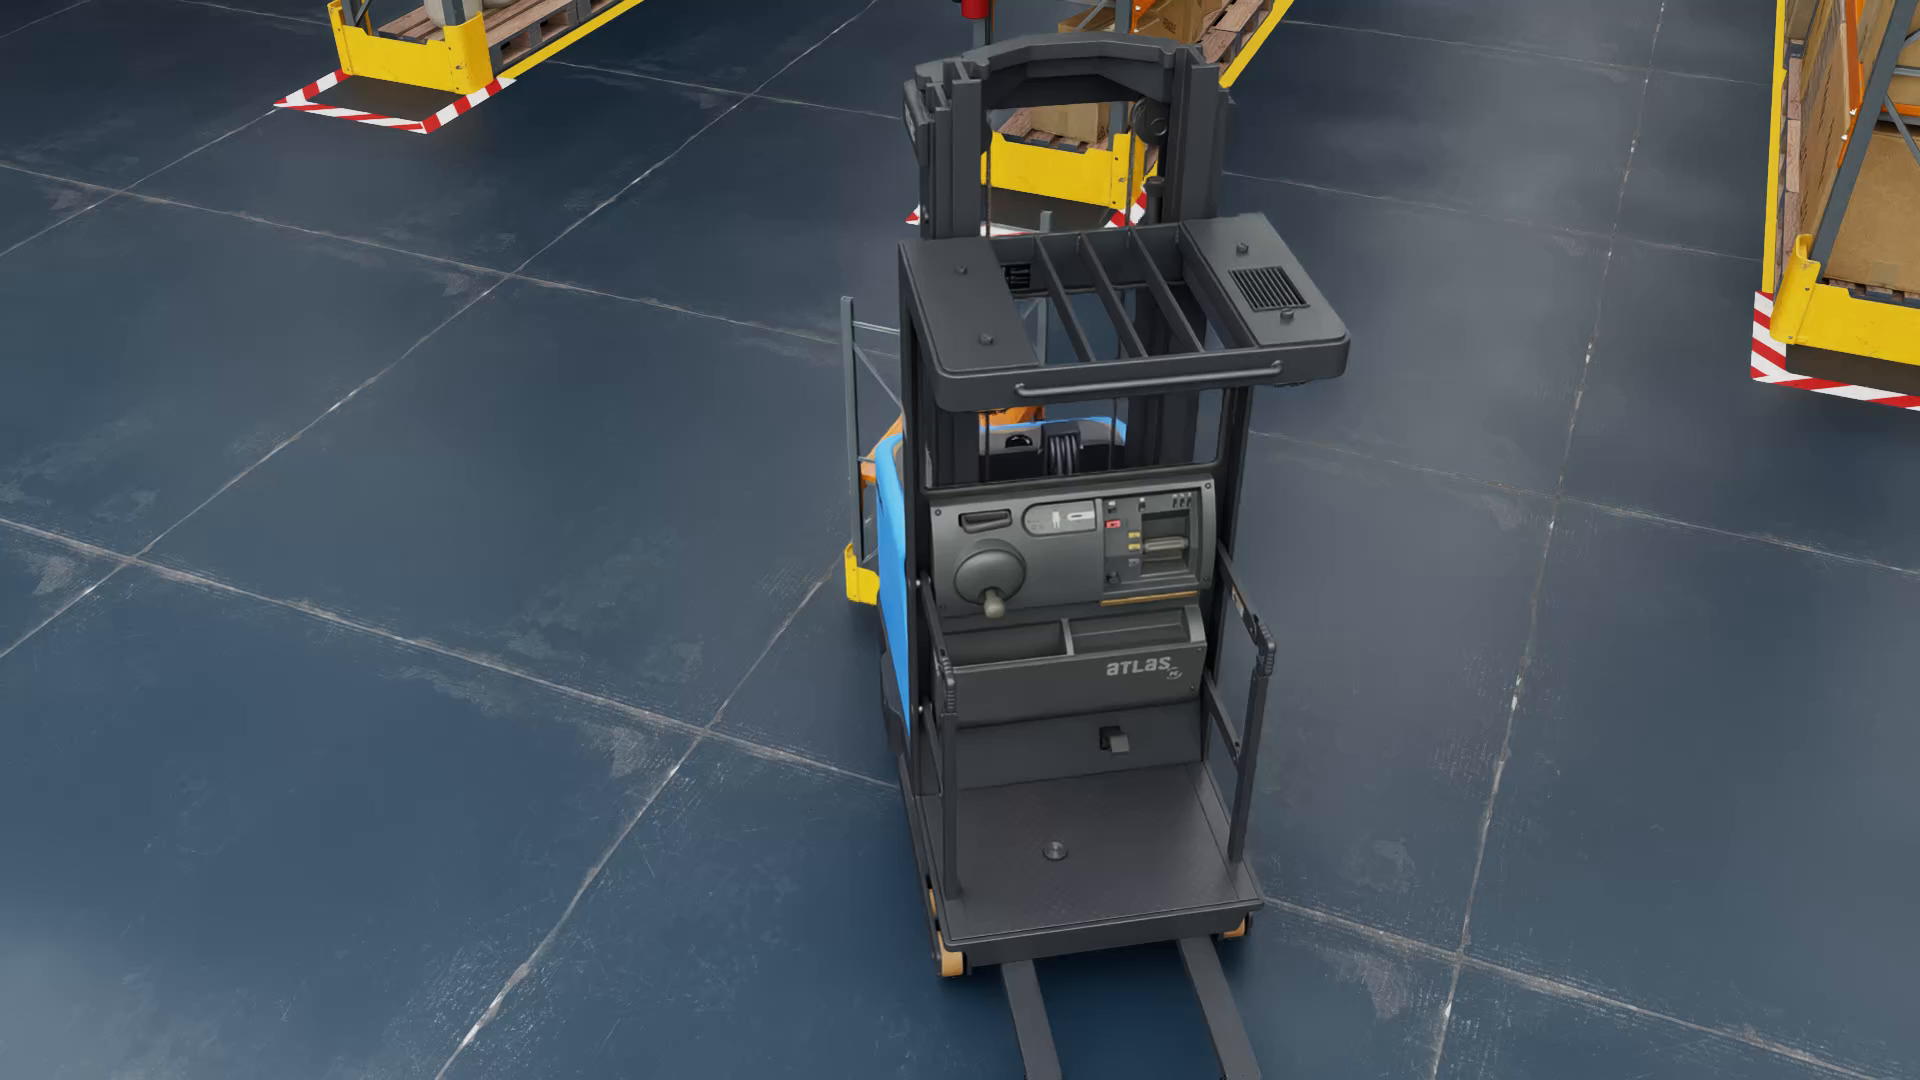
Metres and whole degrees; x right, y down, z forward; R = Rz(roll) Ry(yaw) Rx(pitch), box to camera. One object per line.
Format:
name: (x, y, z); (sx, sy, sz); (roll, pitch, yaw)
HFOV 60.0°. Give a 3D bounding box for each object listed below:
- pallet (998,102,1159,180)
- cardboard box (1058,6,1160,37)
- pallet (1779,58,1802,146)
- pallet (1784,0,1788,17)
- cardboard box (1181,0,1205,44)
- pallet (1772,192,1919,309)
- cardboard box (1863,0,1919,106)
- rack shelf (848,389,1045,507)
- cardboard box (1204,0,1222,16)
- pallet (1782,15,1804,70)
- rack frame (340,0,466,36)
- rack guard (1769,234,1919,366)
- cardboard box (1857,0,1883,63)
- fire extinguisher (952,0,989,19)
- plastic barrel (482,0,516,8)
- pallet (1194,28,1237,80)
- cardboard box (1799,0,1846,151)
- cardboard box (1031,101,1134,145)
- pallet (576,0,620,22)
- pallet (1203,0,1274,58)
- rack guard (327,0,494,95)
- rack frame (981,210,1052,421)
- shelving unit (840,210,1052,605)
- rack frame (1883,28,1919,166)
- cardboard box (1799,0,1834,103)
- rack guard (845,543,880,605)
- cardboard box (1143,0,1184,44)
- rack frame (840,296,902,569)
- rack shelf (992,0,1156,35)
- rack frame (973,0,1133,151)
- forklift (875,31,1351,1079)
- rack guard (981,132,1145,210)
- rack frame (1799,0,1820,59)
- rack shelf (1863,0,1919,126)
pallet: (0.933, -2.839, 11.372); (1.003, 0.211, 1.213); (14, 39, 18)
cardboard box: (1.011, -3.320, 11.423); (0.500, 0.500, 0.500); (25, 43, 29)
pallet: (6.271, -2.981, 11.562); (1.003, 0.211, 1.213); (14, 39, 18)
pallet: (7.319, -4.506, 13.602); (1.003, 0.211, 1.213); (14, 39, 18)
cardboard box: (1.521, -3.961, 12.281); (0.500, 0.500, 0.500); (11, 38, 14)
pallet: (5.343, -1.630, 9.754); (1.003, 0.211, 1.213); (14, 39, 18)
cardboard box: (5.210, -2.562, 8.547); (0.875, 0.550, 0.550); (14, 39, 18)
rack shelf: (-0.037, -0.429, 7.372); (0.538, 0.185, 1.000); (14, 39, 18)
cardboard box: (1.684, -4.323, 12.765); (0.500, 0.500, 0.500); (27, 45, 32)
pallet: (6.857, -3.828, 12.696); (1.003, 0.211, 1.213); (14, 39, 18)
rack frame: (-4.018, -4.600, 11.399); (1.000, 3.000, 0.127); (14, 39, 18)
rack guard: (5.102, -1.272, 9.034); (1.175, 0.500, 0.348); (14, 39, 18)
cardboard box: (5.399, -2.872, 8.961); (0.875, 0.550, 0.550); (14, 39, 18)
fire extinguisher: (0.093, -3.483, 9.969); (0.296, 0.674, 0.183); (14, 39, 18)
plastic barrel: (-3.647, -4.431, 12.900); (0.421, 0.512, 0.421); (0, 37, 0)
pallet: (1.399, -3.512, 12.272); (1.003, 0.211, 1.213); (14, 39, 18)
cardboard box: (5.989, -2.986, 10.663); (0.875, 0.875, 0.875); (14, 39, 18)
cardboard box: (0.816, -2.981, 10.970); (0.500, 0.500, 0.500); (21, 42, 26)
pallet: (-3.253, -4.658, 13.805); (1.003, 0.211, 1.213); (14, 39, 18)
pallet: (1.862, -4.190, 13.179); (1.003, 0.211, 1.213); (14, 39, 18)
rack guard: (-4.033, -3.652, 12.218); (1.175, 0.500, 0.348); (14, 39, 18)
rack frame: (0.157, -0.854, 7.640); (0.500, 1.500, 0.032); (14, 39, 18)
shelving unit: (-0.033, -0.578, 7.271); (0.587, 1.500, 1.083); (14, 39, 18)
rack frame: (5.108, -2.287, 8.304); (0.949, 2.616, 0.053); (14, 39, 18)
cardboard box: (6.329, -3.486, 11.332); (0.875, 0.875, 0.875); (14, 39, 18)
rack guard: (-0.224, 0.198, 7.277); (0.587, 0.250, 0.087); (14, 39, 18)
cardboard box: (1.267, -3.662, 11.881); (0.500, 0.500, 0.500); (18, 40, 22)
rack frame: (-0.231, -0.292, 6.888); (0.500, 1.500, 0.032); (14, 39, 18)
rack shelf: (1.323, -4.291, 11.587); (1.077, 0.370, 4.000); (14, 39, 18)
rack frame: (0.562, -3.472, 9.890); (1.000, 3.000, 0.127); (14, 39, 18)
forklift: (0.407, 0.093, 5.177); (1.130, 2.935, 3.031); (-6, 37, -8)
rack guard: (0.591, -2.513, 10.694); (1.175, 0.500, 0.348); (14, 39, 18)
rack frame: (6.633, -4.501, 11.266); (1.000, 3.000, 0.127); (14, 39, 18)
rack shelf: (5.872, -3.184, 9.942); (0.919, 0.124, 3.809); (14, 39, 18)
